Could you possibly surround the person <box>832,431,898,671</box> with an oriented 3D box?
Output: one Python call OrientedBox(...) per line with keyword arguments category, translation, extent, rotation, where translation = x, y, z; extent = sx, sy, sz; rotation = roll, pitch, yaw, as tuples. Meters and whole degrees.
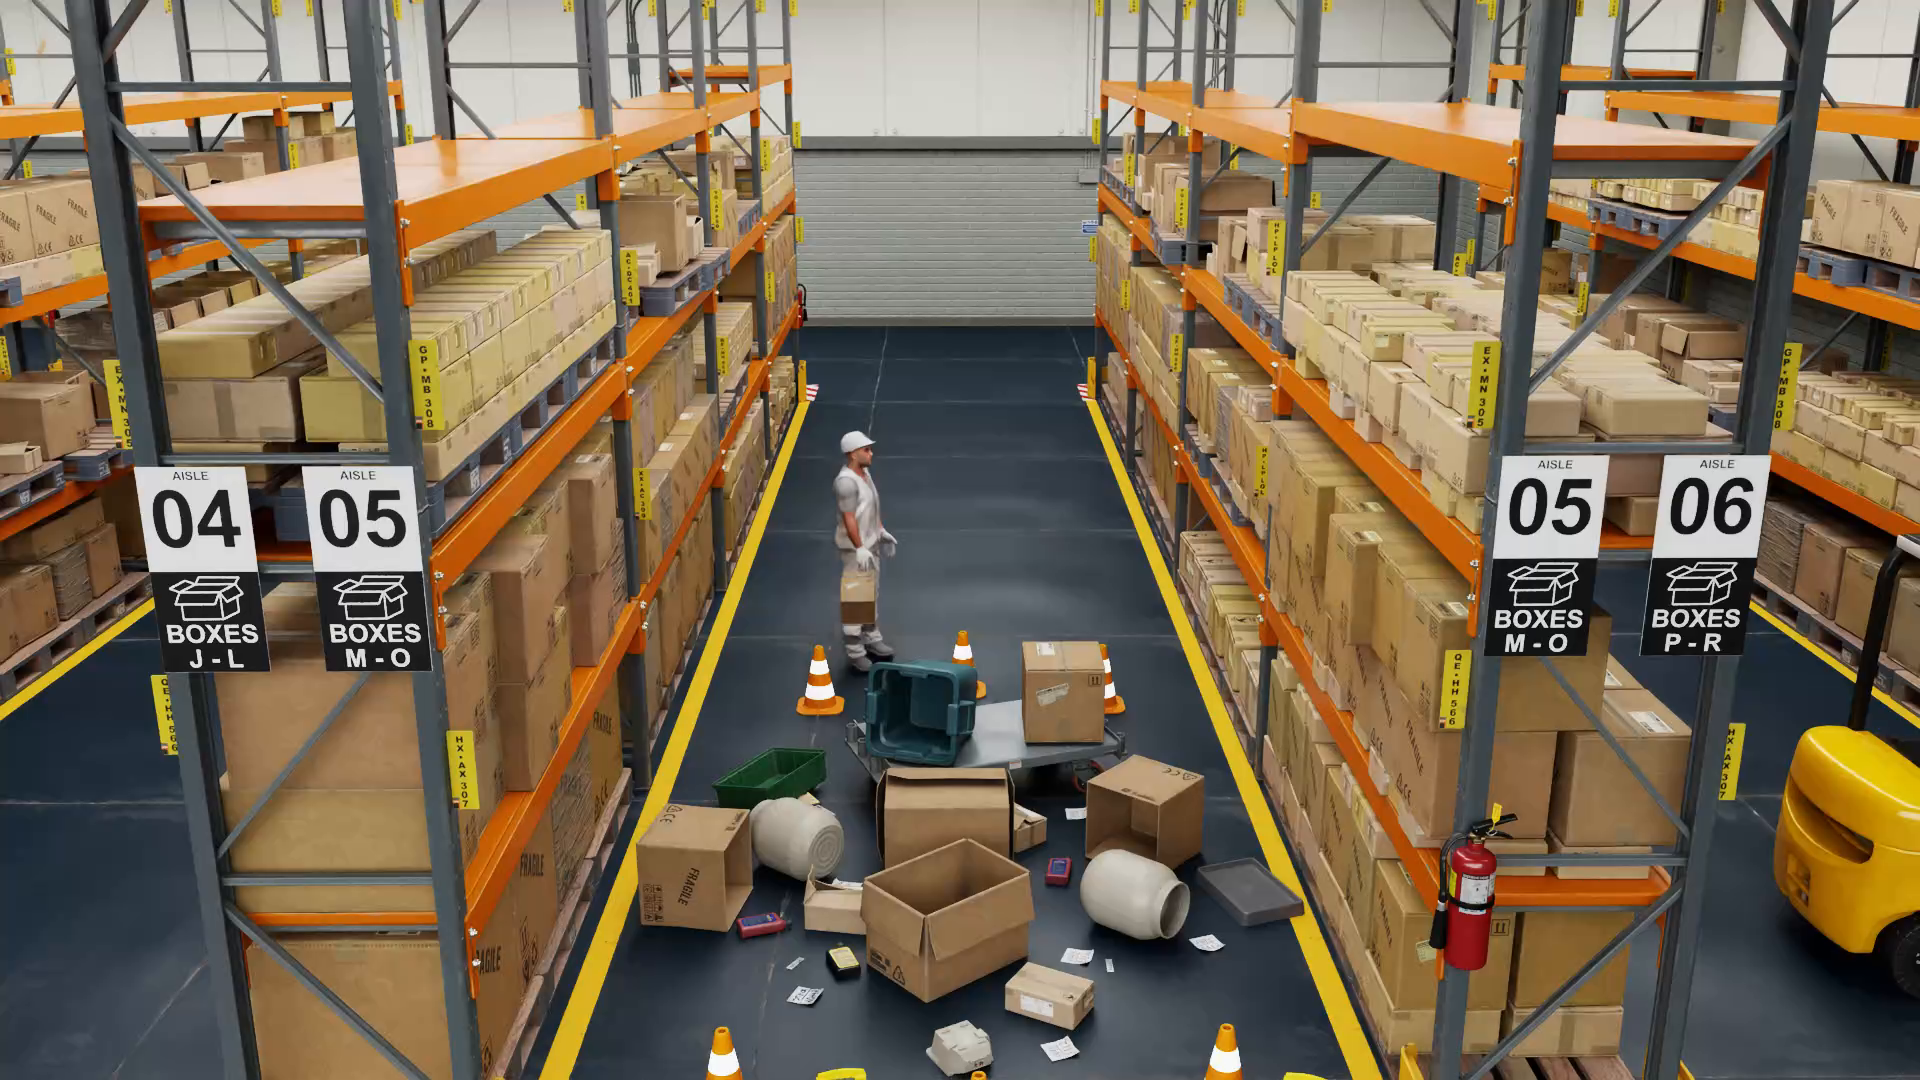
OrientedBox(category="person", translation=(-0.733, 0.065, 12.708), extent=(0.437, 1.800, 0.584), rotation=(4, 17, 13))
